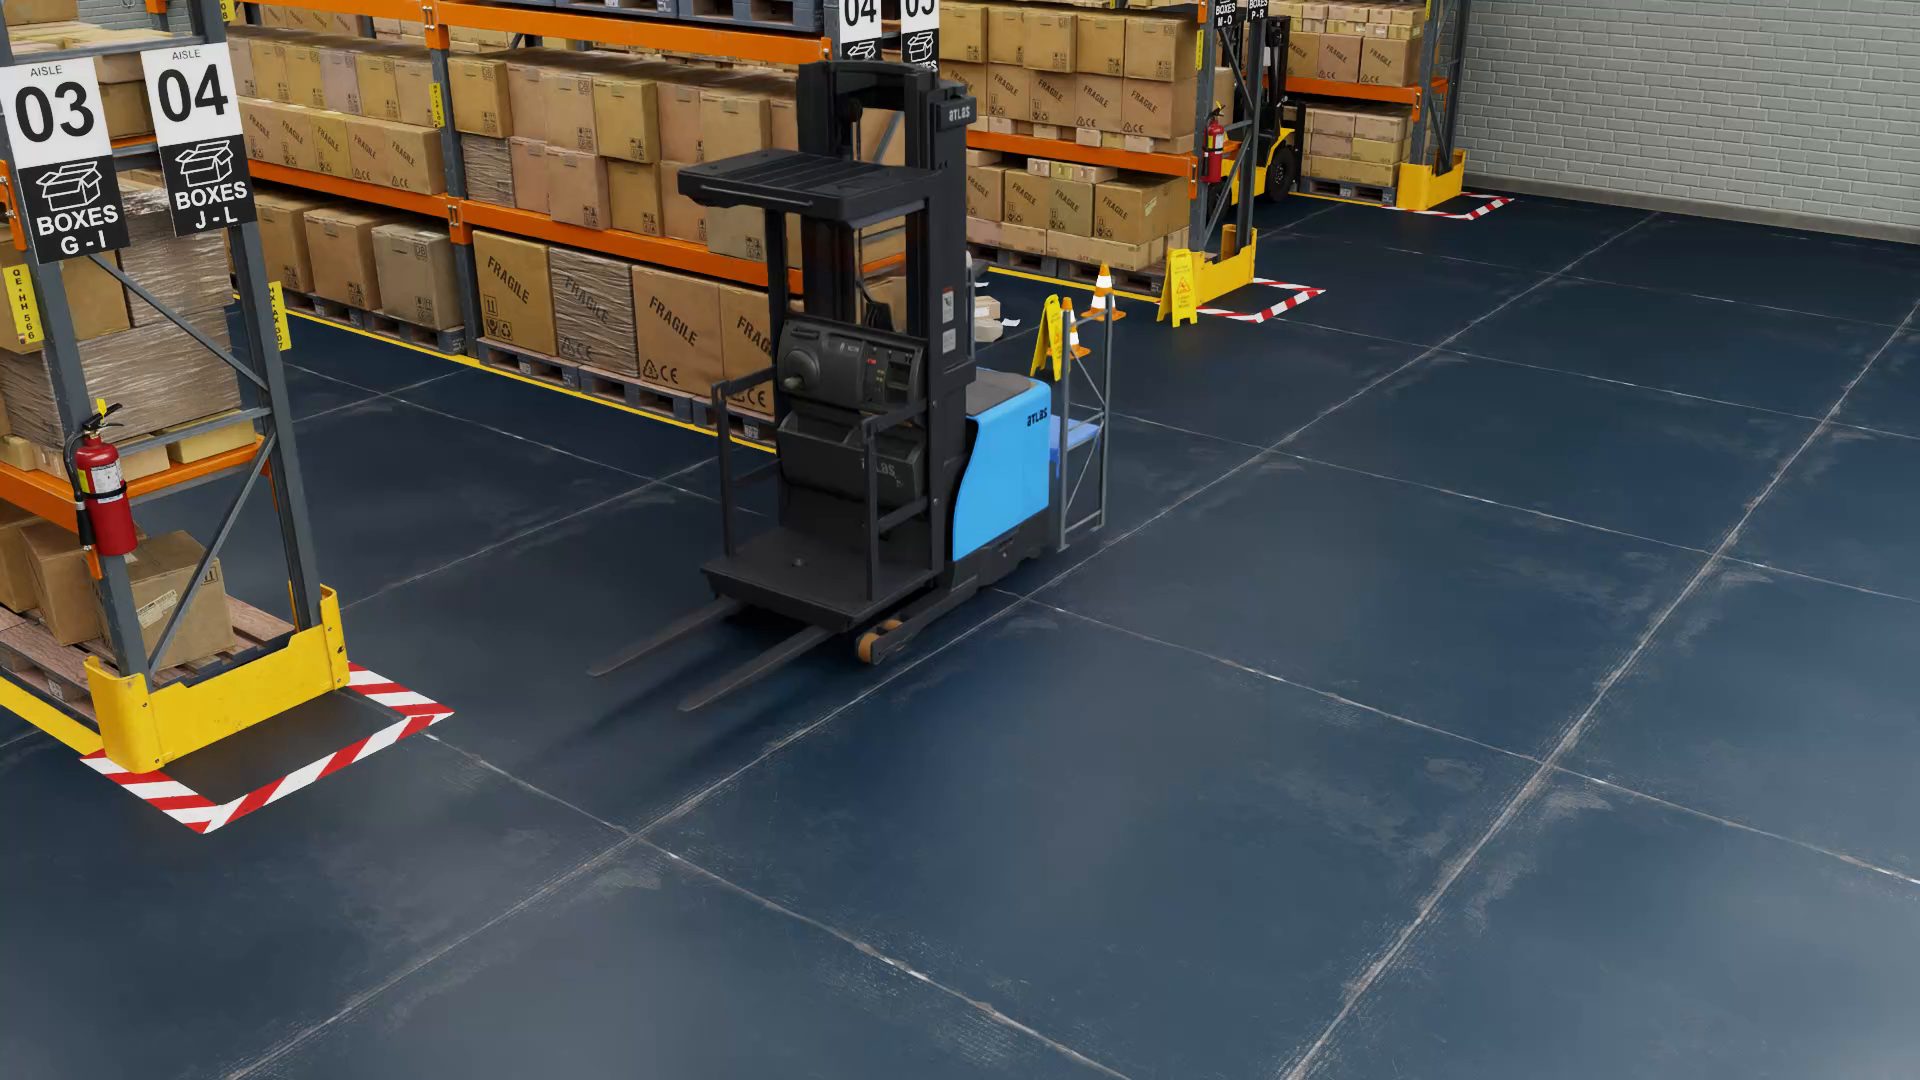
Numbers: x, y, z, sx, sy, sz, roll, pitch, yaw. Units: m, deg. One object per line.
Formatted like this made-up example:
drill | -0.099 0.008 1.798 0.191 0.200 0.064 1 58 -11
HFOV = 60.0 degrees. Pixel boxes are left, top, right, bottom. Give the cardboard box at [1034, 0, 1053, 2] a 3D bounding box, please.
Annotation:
cardboard box | 1.087 -6.755 20.932 0.250 0.149 0.380 16 28 32

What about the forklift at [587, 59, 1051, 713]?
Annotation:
forklift | -0.707 -0.903 8.665 1.130 2.935 3.031 16 28 31

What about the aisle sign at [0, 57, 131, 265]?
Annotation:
aisle sign | -3.682 -1.559 6.843 0.004 0.787 0.394 17 29 33

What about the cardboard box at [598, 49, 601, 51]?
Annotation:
cardboard box | -4.250 -5.743 19.751 0.500 0.250 0.500 16 29 32

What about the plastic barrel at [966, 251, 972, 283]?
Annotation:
plastic barrel | -0.169 -2.510 15.422 0.512 0.421 0.421 -5 24 -12

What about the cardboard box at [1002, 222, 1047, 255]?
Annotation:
cardboard box | 0.752 -2.973 16.167 0.500 0.250 0.500 16 28 31

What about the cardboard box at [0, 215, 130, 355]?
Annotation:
cardboard box | -4.140 -1.173 7.460 0.500 0.500 0.500 17 29 33

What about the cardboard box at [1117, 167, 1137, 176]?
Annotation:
cardboard box | 1.472 -3.370 16.138 0.500 0.500 0.500 16 28 31

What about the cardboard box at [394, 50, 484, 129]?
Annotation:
cardboard box | -4.098 -3.645 13.439 0.500 0.500 0.700 16 29 32

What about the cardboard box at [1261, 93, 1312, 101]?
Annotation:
cardboard box | 3.893 -5.219 20.025 0.500 0.250 0.500 16 28 32

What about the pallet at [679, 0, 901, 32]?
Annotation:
pallet | -1.096 -3.565 11.010 1.213 0.211 1.003 17 29 33

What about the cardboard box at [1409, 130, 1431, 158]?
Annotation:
cardboard box | 5.114 -4.624 19.293 0.500 0.250 0.500 17 29 34

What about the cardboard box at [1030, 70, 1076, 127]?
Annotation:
cardboard box | 0.996 -4.147 15.449 0.500 0.500 0.500 17 29 33

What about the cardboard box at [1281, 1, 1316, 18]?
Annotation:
cardboard box | 3.871 -6.054 18.973 0.250 0.149 0.380 17 29 34

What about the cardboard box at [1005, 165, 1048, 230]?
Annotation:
cardboard box | 0.775 -3.314 16.011 0.500 0.500 0.500 16 28 32

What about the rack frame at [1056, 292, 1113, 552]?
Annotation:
rack frame | 0.747 -0.701 9.980 0.032 1.500 0.500 17 29 33

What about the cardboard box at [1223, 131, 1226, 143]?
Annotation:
cardboard box | 2.244 -3.712 15.266 0.250 0.149 0.380 17 29 33

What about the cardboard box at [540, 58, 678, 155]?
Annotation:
cardboard box | -2.563 -3.216 12.303 0.550 0.550 0.875 17 29 33

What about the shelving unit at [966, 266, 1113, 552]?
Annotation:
shelving unit | 0.340 -0.823 10.259 1.048 1.500 0.538 17 29 33

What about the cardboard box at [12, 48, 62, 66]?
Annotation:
cardboard box | -3.961 -1.934 6.890 0.250 0.149 0.380 17 29 33

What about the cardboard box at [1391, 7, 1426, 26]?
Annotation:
cardboard box | 4.953 -5.778 18.346 0.250 0.149 0.380 17 29 33

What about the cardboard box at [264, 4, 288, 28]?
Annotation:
cardboard box | -8.971 -7.026 22.353 0.500 0.500 0.500 18 29 35

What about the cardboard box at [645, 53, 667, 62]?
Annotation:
cardboard box | -3.256 -5.318 18.390 0.250 0.149 0.380 17 29 34

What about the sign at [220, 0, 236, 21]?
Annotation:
sign | -3.226 -2.428 7.237 0.005 0.325 0.100 17 29 33

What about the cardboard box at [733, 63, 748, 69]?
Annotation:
cardboard box | -2.194 -5.009 17.689 0.250 0.149 0.380 17 29 33

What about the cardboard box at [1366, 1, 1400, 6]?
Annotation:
cardboard box | 4.816 -6.043 18.947 0.250 0.149 0.380 17 29 34

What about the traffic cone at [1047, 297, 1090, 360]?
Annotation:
traffic cone | 0.880 -1.765 13.681 0.334 0.463 0.336 17 29 33

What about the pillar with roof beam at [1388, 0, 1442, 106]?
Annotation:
pillar with roof beam | 2.767 -7.096 15.194 0.400 9.000 9.100 17 29 33

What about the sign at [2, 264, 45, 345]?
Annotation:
sign | -3.901 -0.981 6.928 0.005 0.325 0.100 17 29 33

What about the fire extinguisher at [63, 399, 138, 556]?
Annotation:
fire extinguisher | -3.736 -0.269 7.236 0.183 0.674 0.296 17 29 33

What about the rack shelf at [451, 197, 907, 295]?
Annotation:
rack shelf | -2.096 -2.211 12.440 4.000 0.370 1.077 17 29 33

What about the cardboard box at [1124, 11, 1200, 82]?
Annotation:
cardboard box | 1.852 -4.371 14.716 0.500 0.500 0.700 16 28 32

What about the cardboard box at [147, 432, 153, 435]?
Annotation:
cardboard box | -3.825 -0.578 8.154 0.250 0.149 0.380 17 29 33

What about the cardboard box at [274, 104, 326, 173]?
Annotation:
cardboard box | -5.491 -3.476 14.295 0.500 0.500 0.500 16 29 33

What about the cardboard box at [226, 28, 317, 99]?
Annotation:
cardboard box | -6.139 -4.261 14.836 0.500 0.500 0.700 16 29 33

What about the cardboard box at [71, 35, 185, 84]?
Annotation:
cardboard box | -3.633 -2.108 7.286 0.250 0.149 0.380 17 29 33

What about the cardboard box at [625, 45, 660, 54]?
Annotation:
cardboard box | -3.367 -5.679 18.406 0.500 0.500 0.500 19 30 36

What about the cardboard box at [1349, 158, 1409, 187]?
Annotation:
cardboard box | 4.800 -4.226 19.010 0.500 0.250 0.500 17 29 34

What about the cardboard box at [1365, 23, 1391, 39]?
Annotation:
cardboard box | 4.698 -5.669 18.467 0.250 0.149 0.380 17 29 34

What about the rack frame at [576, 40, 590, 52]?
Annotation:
rack frame | -4.010 -5.613 19.268 0.127 3.000 1.000 17 29 33

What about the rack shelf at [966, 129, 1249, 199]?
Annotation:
rack shelf | 0.791 -3.832 16.120 4.000 0.370 1.077 17 29 33

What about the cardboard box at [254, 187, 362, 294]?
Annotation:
cardboard box | -5.763 -2.767 15.079 0.750 0.750 1.050 17 29 34

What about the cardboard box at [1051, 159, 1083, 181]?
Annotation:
cardboard box | 1.061 -3.490 15.606 0.250 0.149 0.380 17 29 34

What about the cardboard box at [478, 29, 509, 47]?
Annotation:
cardboard box | -5.384 -6.048 19.822 0.500 0.250 0.500 16 28 32

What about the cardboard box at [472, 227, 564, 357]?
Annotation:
cardboard box | -3.235 -2.069 13.340 0.875 0.875 0.875 17 29 34

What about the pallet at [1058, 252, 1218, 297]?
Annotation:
pallet | 1.702 -2.628 15.953 1.213 0.211 1.003 17 29 33

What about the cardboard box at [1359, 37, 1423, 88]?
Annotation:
cardboard box | 4.815 -5.360 18.572 0.500 0.500 0.500 16 28 32

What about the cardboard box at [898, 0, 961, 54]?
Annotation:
cardboard box | -0.191 -4.978 16.094 0.500 0.500 0.700 17 29 34

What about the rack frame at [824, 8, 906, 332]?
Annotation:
rack frame | -0.496 -2.057 11.197 0.127 3.000 1.000 17 29 33

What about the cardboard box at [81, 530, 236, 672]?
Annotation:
cardboard box | -4.041 0.315 8.395 0.500 0.500 0.500 -20 31 -38

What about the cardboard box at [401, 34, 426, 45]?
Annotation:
cardboard box | -6.602 -6.195 20.776 0.500 0.250 0.500 16 28 32

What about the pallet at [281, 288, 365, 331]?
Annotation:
pallet | -5.340 -2.205 14.992 1.213 0.211 1.003 17 29 33

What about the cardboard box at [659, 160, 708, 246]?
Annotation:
cardboard box | -1.646 -2.502 12.023 0.550 0.550 0.875 17 29 33

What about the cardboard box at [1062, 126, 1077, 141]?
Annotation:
cardboard box | 1.158 -3.839 15.554 0.250 0.149 0.380 17 29 34

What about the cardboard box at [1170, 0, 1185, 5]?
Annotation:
cardboard box | 2.715 -6.461 19.896 0.250 0.149 0.380 16 29 32
